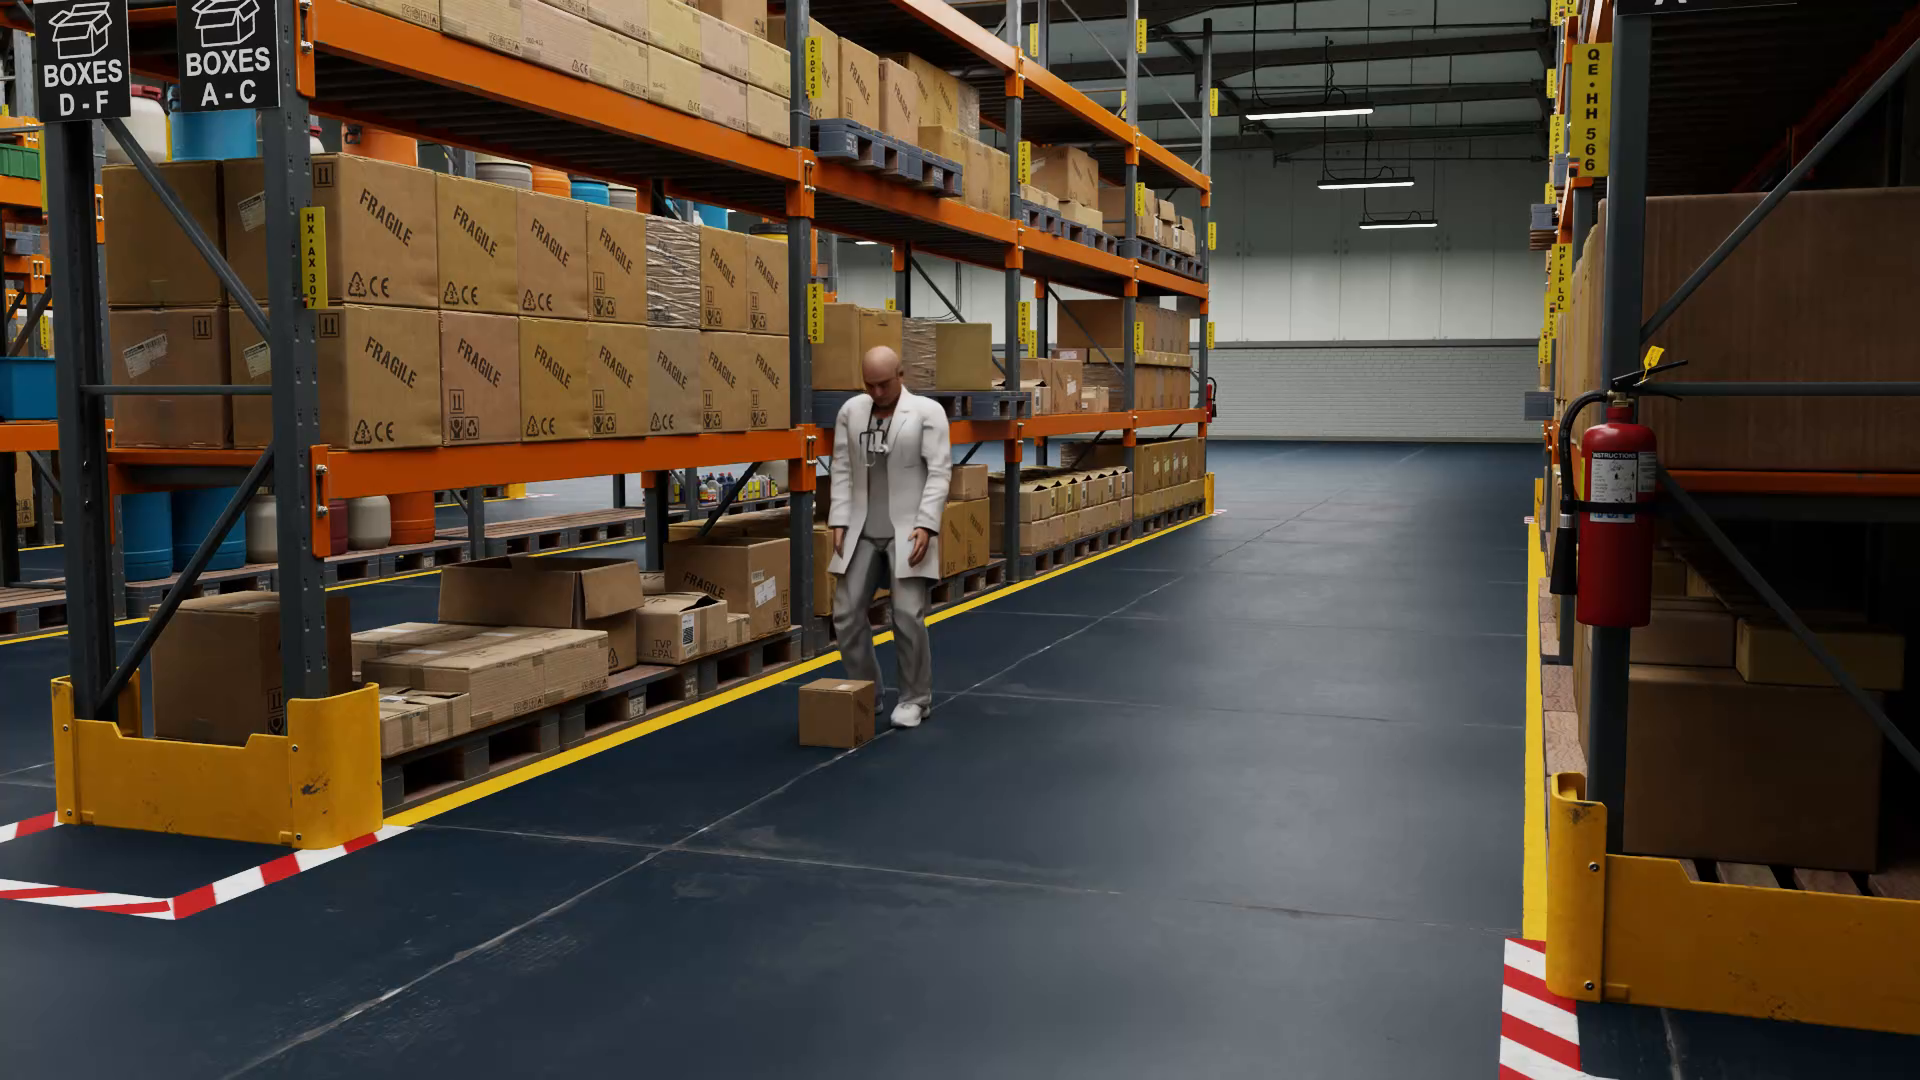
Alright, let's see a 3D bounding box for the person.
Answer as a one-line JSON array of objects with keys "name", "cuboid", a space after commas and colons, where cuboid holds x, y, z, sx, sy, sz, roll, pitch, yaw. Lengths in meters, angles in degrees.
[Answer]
[{"name": "person", "cuboid": [-0.320, -0.019, 7.558, 0.595, 1.715, 0.448, 2, 6, 23]}]
